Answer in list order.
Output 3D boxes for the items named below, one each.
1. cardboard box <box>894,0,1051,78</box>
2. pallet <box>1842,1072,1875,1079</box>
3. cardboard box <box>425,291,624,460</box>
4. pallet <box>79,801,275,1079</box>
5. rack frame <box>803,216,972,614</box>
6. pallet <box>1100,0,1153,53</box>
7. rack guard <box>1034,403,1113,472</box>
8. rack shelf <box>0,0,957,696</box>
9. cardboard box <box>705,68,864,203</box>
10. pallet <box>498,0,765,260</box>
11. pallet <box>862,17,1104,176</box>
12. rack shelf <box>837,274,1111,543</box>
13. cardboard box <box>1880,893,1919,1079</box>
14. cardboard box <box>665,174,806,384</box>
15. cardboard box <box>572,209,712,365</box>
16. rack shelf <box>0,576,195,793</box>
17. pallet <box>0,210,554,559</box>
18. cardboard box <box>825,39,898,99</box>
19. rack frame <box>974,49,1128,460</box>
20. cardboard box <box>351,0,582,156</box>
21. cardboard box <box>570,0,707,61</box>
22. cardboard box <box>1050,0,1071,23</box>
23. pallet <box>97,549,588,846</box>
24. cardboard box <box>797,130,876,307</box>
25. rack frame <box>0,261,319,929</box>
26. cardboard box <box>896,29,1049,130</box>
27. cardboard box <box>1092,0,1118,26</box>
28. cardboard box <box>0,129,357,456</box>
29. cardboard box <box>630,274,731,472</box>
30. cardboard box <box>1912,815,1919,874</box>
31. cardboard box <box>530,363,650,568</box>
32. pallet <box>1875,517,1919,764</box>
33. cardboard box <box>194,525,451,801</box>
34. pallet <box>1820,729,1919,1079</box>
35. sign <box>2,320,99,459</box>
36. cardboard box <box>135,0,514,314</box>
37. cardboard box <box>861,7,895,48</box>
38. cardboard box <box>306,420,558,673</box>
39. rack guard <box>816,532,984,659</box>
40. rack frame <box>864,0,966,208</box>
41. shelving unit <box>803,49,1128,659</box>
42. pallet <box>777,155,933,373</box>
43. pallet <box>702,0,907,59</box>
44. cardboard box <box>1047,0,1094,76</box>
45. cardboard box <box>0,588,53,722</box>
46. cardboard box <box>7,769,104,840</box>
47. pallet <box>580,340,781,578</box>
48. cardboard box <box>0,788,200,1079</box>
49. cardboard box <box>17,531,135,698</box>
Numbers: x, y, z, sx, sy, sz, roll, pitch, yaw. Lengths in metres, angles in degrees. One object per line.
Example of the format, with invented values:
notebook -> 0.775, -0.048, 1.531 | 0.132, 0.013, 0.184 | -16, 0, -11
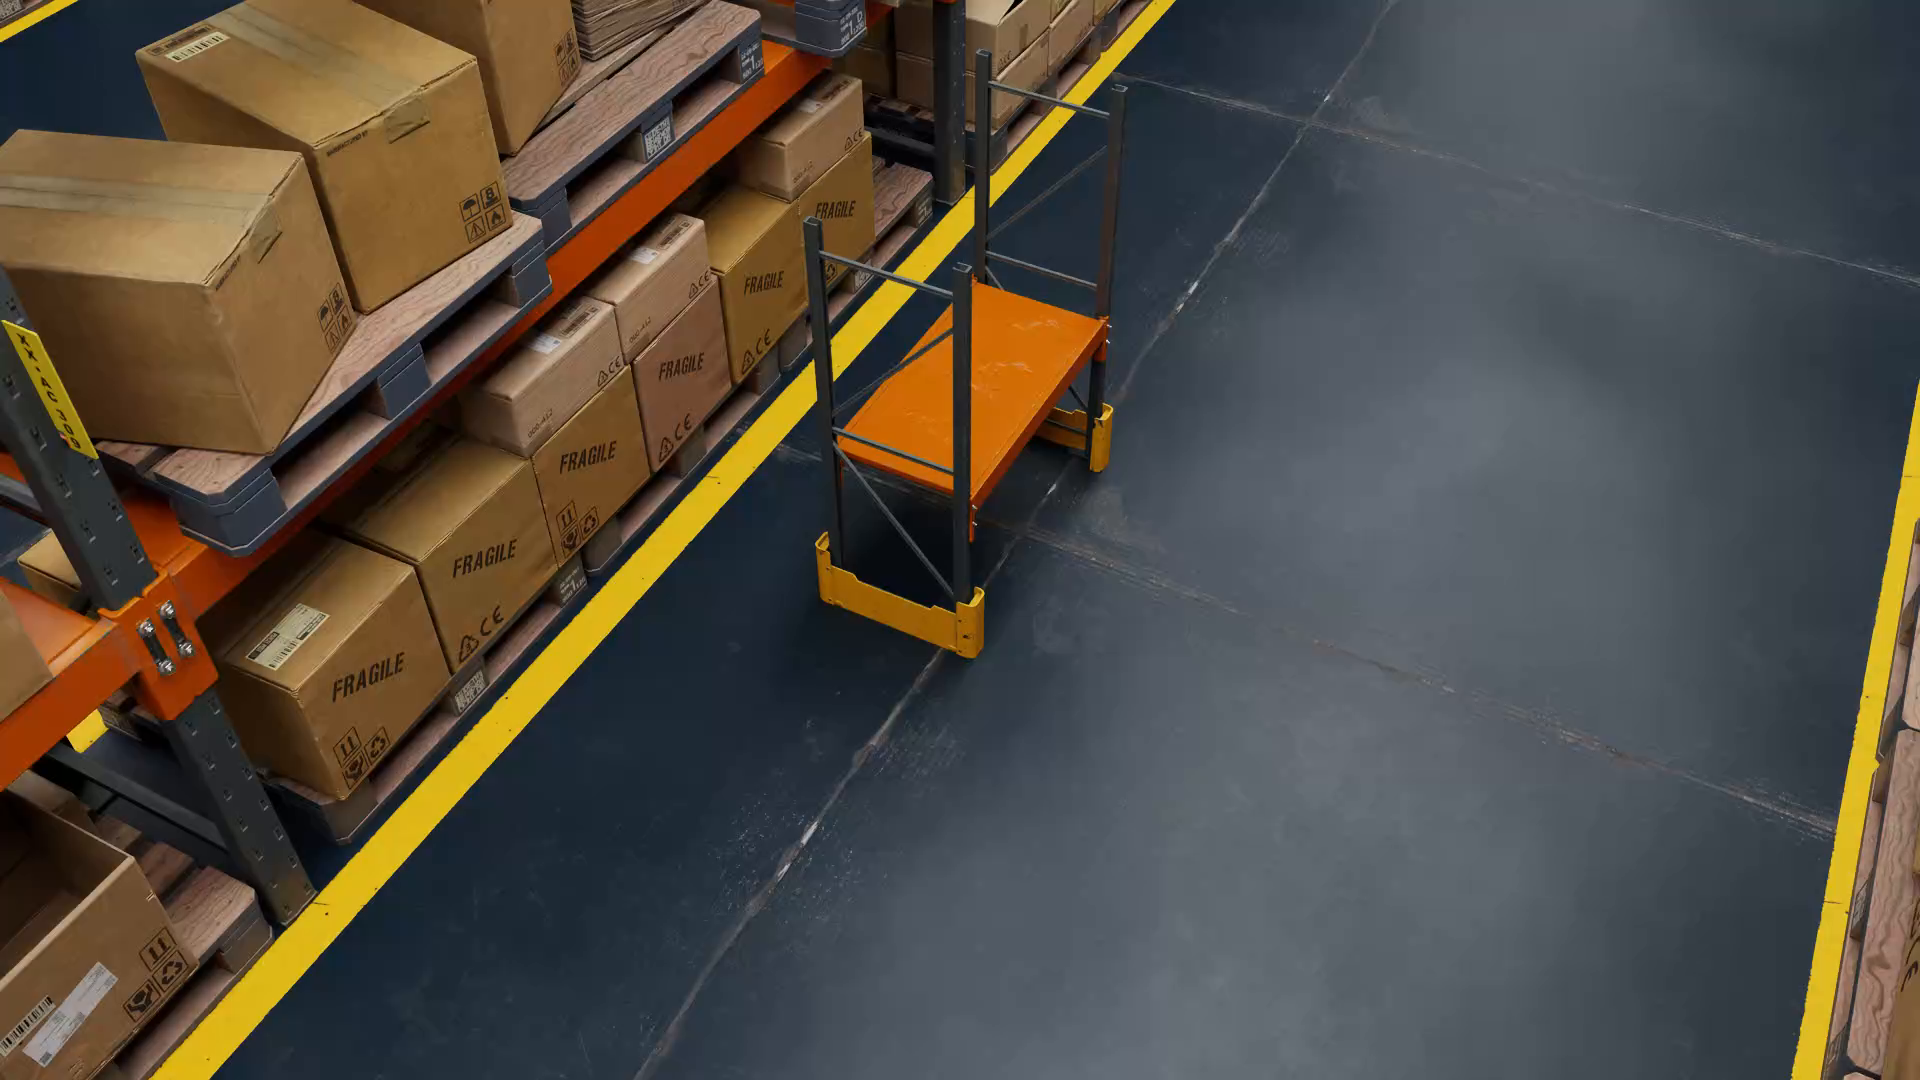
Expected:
cardboard box -> 0.057, -2.298, 7.156 | 0.500, 0.311, 0.500 | 22, 49, 20
pallet -> 2.378, 1.935, 3.689 | 1.003, 0.211, 1.213 | 20, 49, 19
cardboard box -> -1.398, -0.561, 5.116 | 0.500, 0.250, 0.500 | 21, 49, 19
pallet -> -2.623, 1.245, 4.371 | 1.003, 0.211, 1.213 | 20, 49, 19
rack frame -> -0.196, -0.261, 4.953 | 0.500, 1.500, 0.032 | 20, 49, 19
pallet -> 0.538, -2.978, 8.545 | 1.003, 0.211, 1.213 | 20, 49, 19
rack guard -> 0.267, -0.450, 6.019 | 0.587, 0.250, 0.087 | 20, 49, 19
rack shelf -> -1.375, -1.174, 5.307 | 1.077, 0.370, 4.000 | 20, 49, 19
cardboard box -> -0.695, -1.523, 6.067 | 0.500, 0.250, 0.500 | 22, 49, 21
pallet -> -1.345, -1.393, 5.153 | 1.003, 0.211, 1.213 | 20, 49, 19
pallet -> -0.029, -2.213, 7.788 | 1.003, 0.211, 1.213 | 20, 49, 19
rack shelf -> 0.040, -0.455, 5.398 | 0.538, 0.185, 1.000 | 20, 49, 19
cardboard box -> 2.683, 1.061, 3.809 | 0.750, 0.750, 0.750 | 22, 49, 20
cardboard box -> -0.913, -0.970, 6.048 | 0.500, 0.500, 0.500 | 19, 48, 18
cardboard box -> -1.166, -0.877, 5.429 | 0.500, 0.250, 0.500 | 20, 49, 18
rack shelf -> -3.231, 1.346, 2.817 | 1.077, 0.370, 4.000 | 20, 49, 19
pallet -> -1.835, -0.567, 4.336 | 1.003, 0.211, 1.213 | 20, 49, 19
cardboard box -> -0.418, -2.280, 7.532 | 0.500, 0.250, 0.500 | 22, 49, 20
rack frame -> 0.276, -0.901, 5.586 | 0.500, 1.500, 0.032 | 20, 49, 19
cardboard box -> -1.538, -1.483, 4.741 | 0.700, 0.500, 0.500 | 9, 46, 9
cardboard box -> -1.232, -1.923, 5.176 | 0.700, 0.500, 0.500 | 30, 52, 26
cardboard box -> 0.293, -2.632, 7.486 | 0.500, 0.311, 0.500 | 19, 48, 18
pallet -> -1.959, 0.288, 5.317 | 1.003, 0.211, 1.213 | 20, 49, 19
cardboard box -> -0.672, -1.296, 6.370 | 0.500, 0.500, 0.500 | 22, 49, 21
rack frame -> -2.303, -0.167, 3.806 | 1.000, 3.000, 0.127 | 20, 49, 19
cardboard box -> 0.057, -2.101, 7.356 | 0.500, 0.250, 0.500 | 20, 49, 19
cardboard box -> 0.526, -2.748, 7.994 | 0.500, 0.250, 0.500 | 19, 48, 18
cardboard box -> -1.885, -0.574, 3.843 | 0.700, 0.500, 0.500 | 6, 46, 6
cardboard box -> -1.151, -0.638, 5.719 | 0.500, 0.500, 0.500 | 19, 48, 18
cardboard box -> 3.073, 0.524, 4.339 | 0.750, 0.750, 0.750 | 20, 49, 19
cardboard box -> -1.386, -0.319, 5.405 | 0.500, 0.500, 0.500 | 21, 49, 20
pallet -> 3.510, 0.398, 5.208 | 1.003, 0.211, 1.213 | 20, 49, 19
cardboard box -> -1.863, 0.333, 4.760 | 0.500, 0.500, 0.500 | 18, 48, 17
pallet -> 2.943, 1.164, 4.451 | 1.003, 0.211, 1.213 | 20, 49, 19
sign -> -1.819, -0.297, 3.326 | 0.100, 0.325, 0.005 | 20, 49, 19
cardboard box -> -1.622, -1.029, 4.292 | 0.700, 0.500, 0.500 | 28, 52, 25
cardboard box -> -0.421, -2.477, 7.332 | 0.500, 0.311, 0.500 | 22, 49, 20
cardboard box -> -1.625, -0.007, 5.096 | 0.500, 0.500, 0.500 | 21, 49, 20
rack guard -> -0.196, 0.178, 5.398 | 0.587, 0.250, 0.087 | 20, 49, 19
rack frame -> -0.446, -2.687, 6.297 | 1.000, 3.000, 0.127 | 20, 49, 19
shelving unit -> 0.035, -0.575, 5.264 | 0.587, 1.500, 1.083 | 20, 49, 19
pallet -> -0.826, -1.249, 6.836 | 1.003, 0.211, 1.213 | 20, 49, 19
pallet -> -0.699, -2.169, 5.920 | 1.213, 0.211, 1.003 | 20, 49, 19
cardboard box -> 0.290, -2.418, 7.669 | 0.500, 0.250, 0.500 | 19, 48, 18
cardboard box -> -2.308, 0.197, 3.376 | 0.500, 0.500, 0.500 | 21, 49, 20
cardboard box -> -2.689, 0.816, 4.415 | 0.500, 0.311, 0.500 | 20, 49, 19
pallet -> -1.394, -0.483, 6.079 | 1.003, 0.211, 1.213 | 20, 49, 19
cardboard box -> -2.316, 1.009, 4.091 | 0.500, 0.500, 0.500 | 20, 49, 19
cardboard box -> -2.328, 0.151, 4.940 | 0.500, 0.500, 0.500 | 20, 49, 19
